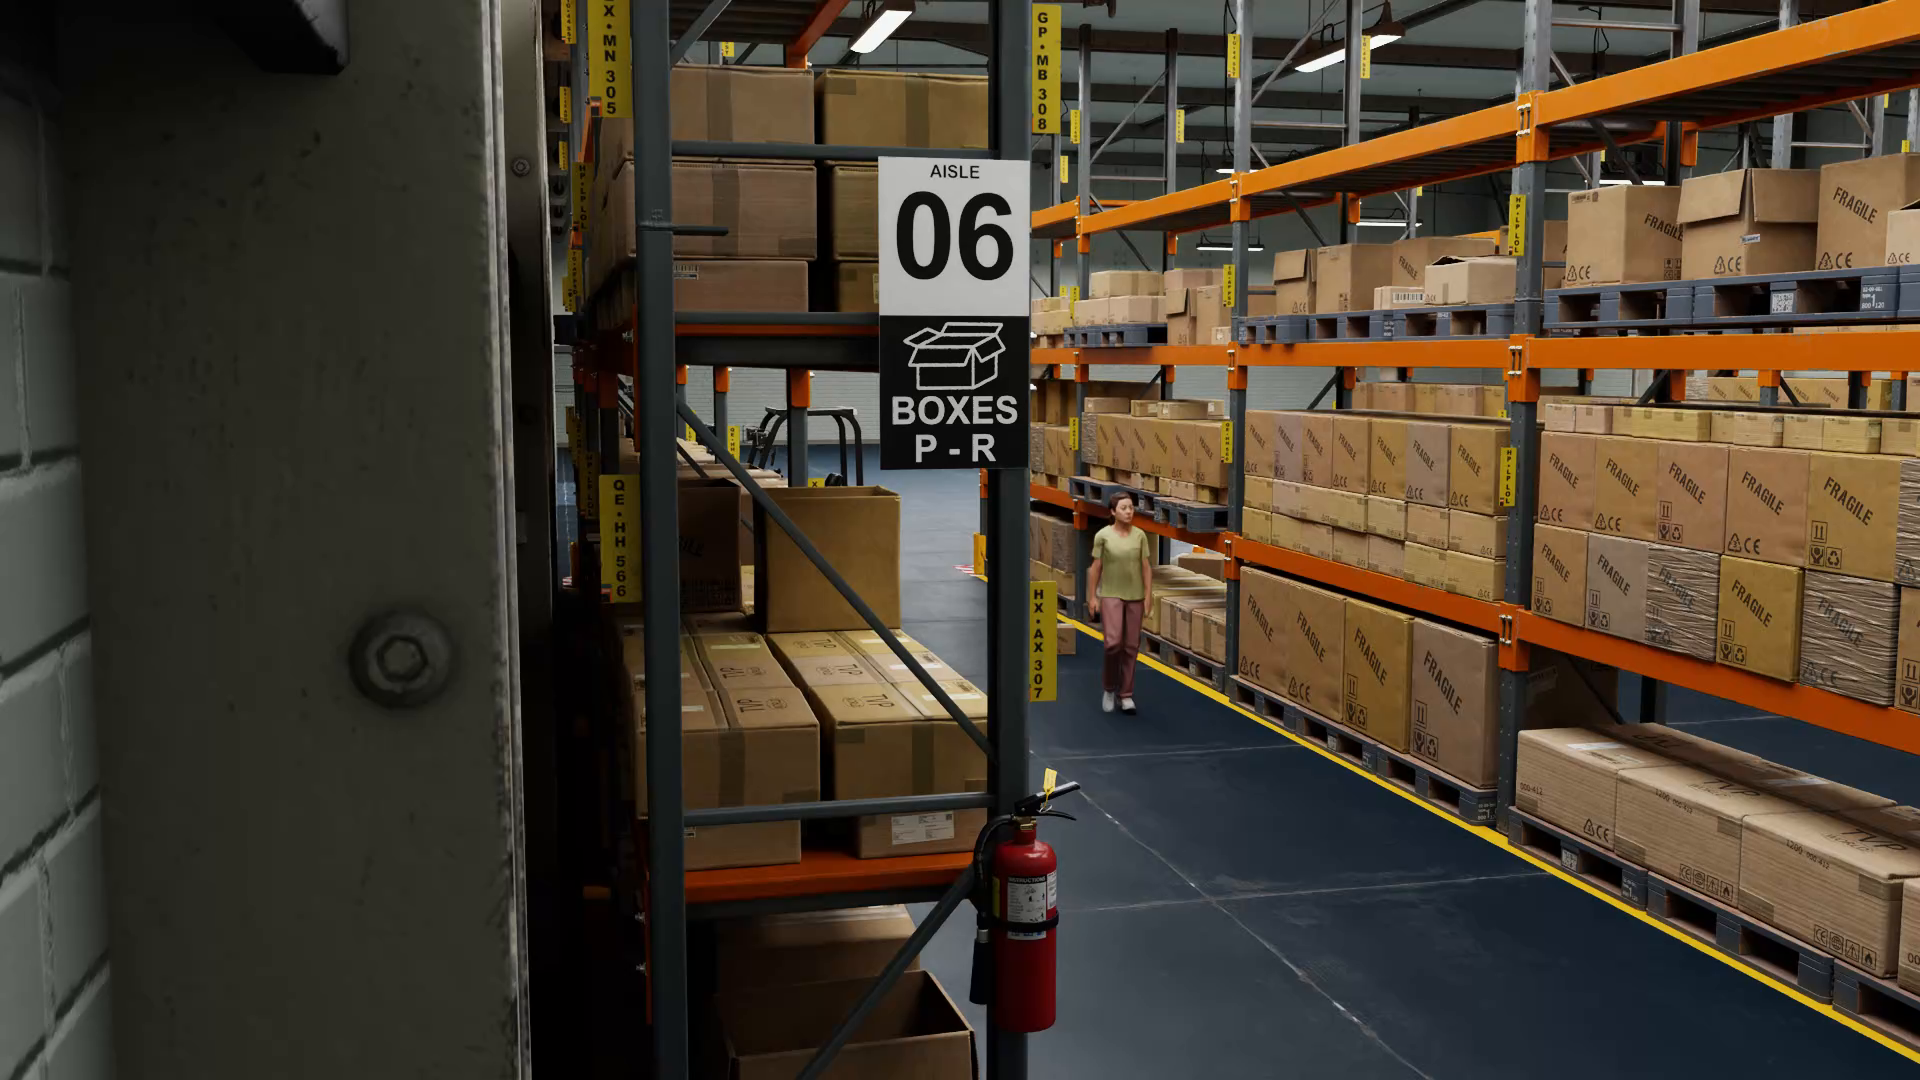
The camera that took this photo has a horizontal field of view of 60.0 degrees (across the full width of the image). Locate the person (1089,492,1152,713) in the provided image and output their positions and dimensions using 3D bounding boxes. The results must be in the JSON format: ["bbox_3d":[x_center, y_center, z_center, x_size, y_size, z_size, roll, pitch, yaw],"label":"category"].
[{"bbox_3d":[1.242,0.477,12.623,0.468,1.682,0.462,-1,6,-12],"label":"person"}]
